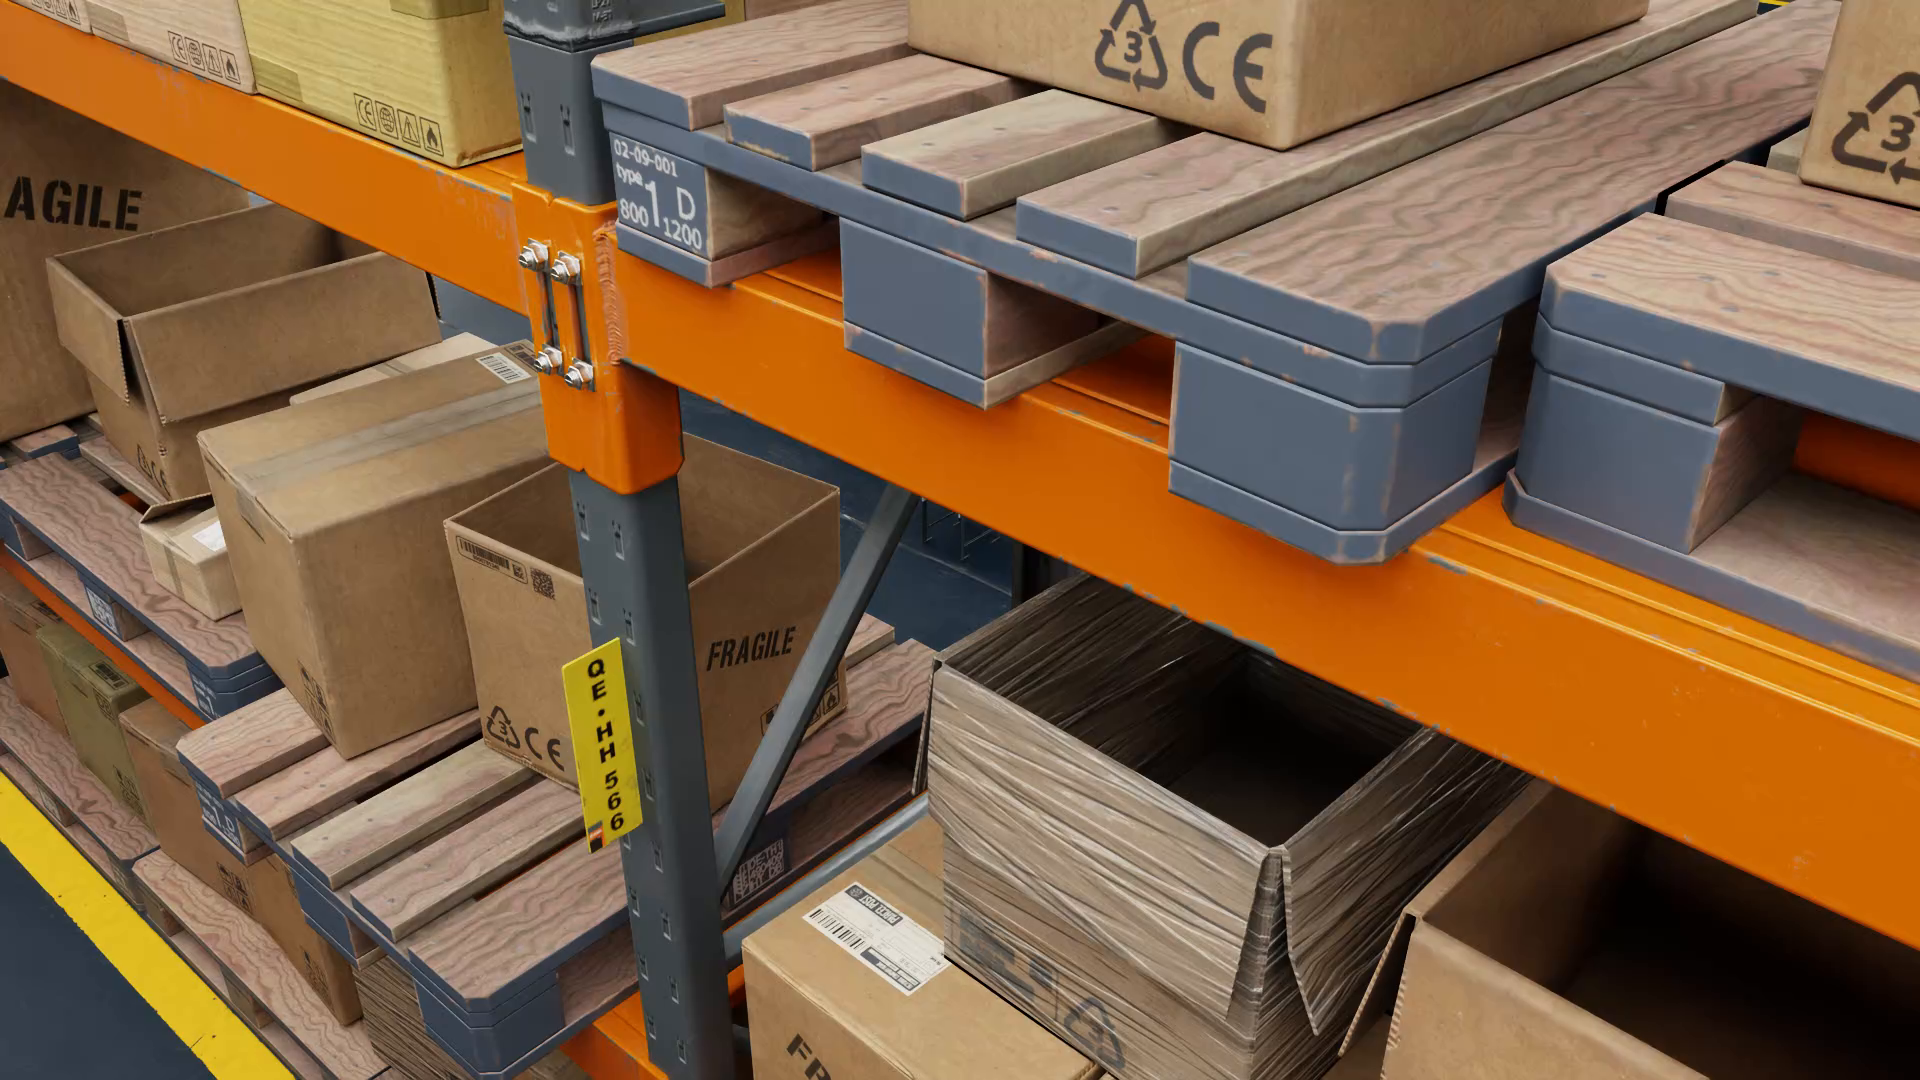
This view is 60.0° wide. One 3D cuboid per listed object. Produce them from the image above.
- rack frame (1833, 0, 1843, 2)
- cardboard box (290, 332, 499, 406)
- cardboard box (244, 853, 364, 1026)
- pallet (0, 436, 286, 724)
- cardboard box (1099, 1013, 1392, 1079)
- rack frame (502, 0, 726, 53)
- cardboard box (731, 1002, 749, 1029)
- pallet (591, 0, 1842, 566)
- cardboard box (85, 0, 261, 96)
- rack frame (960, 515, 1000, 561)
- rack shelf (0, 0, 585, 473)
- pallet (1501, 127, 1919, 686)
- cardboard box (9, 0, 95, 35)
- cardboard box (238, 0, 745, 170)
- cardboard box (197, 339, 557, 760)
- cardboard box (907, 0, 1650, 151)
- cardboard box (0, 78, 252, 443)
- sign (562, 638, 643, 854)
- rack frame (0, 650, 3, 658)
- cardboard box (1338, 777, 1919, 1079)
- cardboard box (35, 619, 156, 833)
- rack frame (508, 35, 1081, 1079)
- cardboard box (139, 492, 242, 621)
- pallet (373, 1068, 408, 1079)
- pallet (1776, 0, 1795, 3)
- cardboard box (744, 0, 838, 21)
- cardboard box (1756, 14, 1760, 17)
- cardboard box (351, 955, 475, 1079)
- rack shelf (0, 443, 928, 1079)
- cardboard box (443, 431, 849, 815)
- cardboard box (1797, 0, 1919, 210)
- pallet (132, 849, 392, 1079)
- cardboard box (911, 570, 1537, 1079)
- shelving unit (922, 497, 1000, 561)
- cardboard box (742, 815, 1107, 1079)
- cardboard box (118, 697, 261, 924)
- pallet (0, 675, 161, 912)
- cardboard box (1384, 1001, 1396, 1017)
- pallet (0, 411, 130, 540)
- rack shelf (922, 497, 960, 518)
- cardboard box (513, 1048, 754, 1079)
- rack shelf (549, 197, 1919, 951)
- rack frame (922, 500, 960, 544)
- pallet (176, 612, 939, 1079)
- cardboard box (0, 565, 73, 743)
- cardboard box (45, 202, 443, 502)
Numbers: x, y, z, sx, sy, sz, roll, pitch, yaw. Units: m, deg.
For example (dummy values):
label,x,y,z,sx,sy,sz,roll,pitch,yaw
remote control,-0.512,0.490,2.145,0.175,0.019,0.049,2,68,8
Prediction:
label,x,y,z,sx,sy,sz,roll,pitch,yaw
rack frame,3.188,-1.354,6.090,0.127,3.000,1.000,25,39,35
cardboard box,-1.224,-0.243,3.984,0.500,0.250,0.500,24,38,34
cardboard box,-1.491,0.818,4.480,0.700,0.500,0.500,-26,39,-36
pallet,-1.631,-0.047,4.106,1.213,0.211,1.003,25,39,35
cardboard box,0.426,0.947,2.171,0.500,0.500,0.500,24,38,34
rack frame,-0.136,-2.030,1.397,0.127,3.000,1.000,25,39,35
cardboard box,-0.653,0.881,3.648,0.500,0.250,0.500,27,40,37
pallet,0.377,-0.461,1.883,1.003,0.211,1.213,27,40,37
cardboard box,-1.030,-0.918,2.603,0.500,0.250,0.500,25,39,35
rack frame,0.081,-0.348,6.455,0.006,0.900,0.240,25,39,35
rack shelf,-1.618,-1.129,3.506,4.000,0.370,1.077,25,39,35
pallet,1.208,-0.075,1.242,1.213,0.211,1.003,27,40,37
cardboard box,-1.400,-1.093,2.894,0.500,0.250,0.500,26,40,36
cardboard box,-0.653,-0.751,2.327,0.500,0.250,0.500,25,39,35
cardboard box,-1.044,-0.009,3.353,0.700,0.500,0.500,-23,38,-33
cardboard box,0.365,-0.785,1.731,0.797,0.503,0.637,-27,40,-37
cardboard box,-2.606,-0.952,4.435,1.000,1.000,1.000,25,39,35
sign,-0.493,0.289,2.316,0.005,0.325,0.100,25,39,35
rack frame,-3.101,-0.844,5.244,0.127,3.000,1.000,25,39,35
cardboard box,0.877,0.554,1.853,0.637,0.503,0.797,26,40,36
cardboard box,-2.320,0.431,5.122,0.500,0.500,0.700,25,39,35
rack frame,-0.136,0.540,2.944,0.127,3.000,1.000,25,39,35
cardboard box,-1.553,-0.056,3.658,0.258,0.266,0.396,24,38,34
pallet,-0.714,1.464,4.114,1.213,0.211,1.003,25,39,35
pallet,7.448,-5.063,14.955,1.213,0.211,1.003,25,39,35
cardboard box,-0.313,-0.941,2.641,0.500,0.250,0.500,26,40,36
cardboard box,5.170,-3.316,11.065,0.500,0.311,0.500,24,39,35
cardboard box,-1.066,1.011,4.159,0.500,0.500,0.700,21,37,31
rack shelf,-1.618,0.156,4.279,4.000,0.370,1.077,25,39,35
cardboard box,-0.563,0.146,3.095,0.500,0.500,0.500,20,36,29
cardboard box,1.064,-0.519,1.291,0.500,0.500,0.500,-27,40,-37
pallet,-1.614,1.042,4.815,1.213,0.211,1.003,25,39,35
cardboard box,0.396,0.327,2.229,0.637,0.503,0.797,27,40,37
shelving unit,0.006,-0.383,6.513,0.210,0.900,0.258,25,39,35
cardboard box,0.042,0.770,2.466,0.500,0.500,0.500,26,40,36
cardboard box,-1.904,0.625,4.801,0.500,0.500,0.700,21,37,31
pallet,-2.523,0.619,5.516,1.213,0.211,1.003,25,39,35
cardboard box,0.762,0.748,2.502,0.500,0.500,0.500,25,39,35
pallet,-2.632,-0.442,4.761,1.213,0.211,1.003,25,39,35
rack shelf,0.006,-0.200,6.623,0.200,0.077,0.258,25,39,35
cardboard box,-0.646,1.198,3.848,0.500,0.500,0.700,23,38,33
rack shelf,1.347,0.256,1.206,4.000,0.370,1.077,25,39,35
rack frame,-0.069,-0.418,6.572,0.006,0.900,0.240,25,39,35
pallet,-0.735,0.417,3.336,1.003,0.211,1.213,25,39,35
cardboard box,-2.661,0.259,5.408,0.500,0.500,0.700,22,37,32
cardboard box,-1.754,-0.504,4.171,0.797,0.503,0.637,-25,39,-35
